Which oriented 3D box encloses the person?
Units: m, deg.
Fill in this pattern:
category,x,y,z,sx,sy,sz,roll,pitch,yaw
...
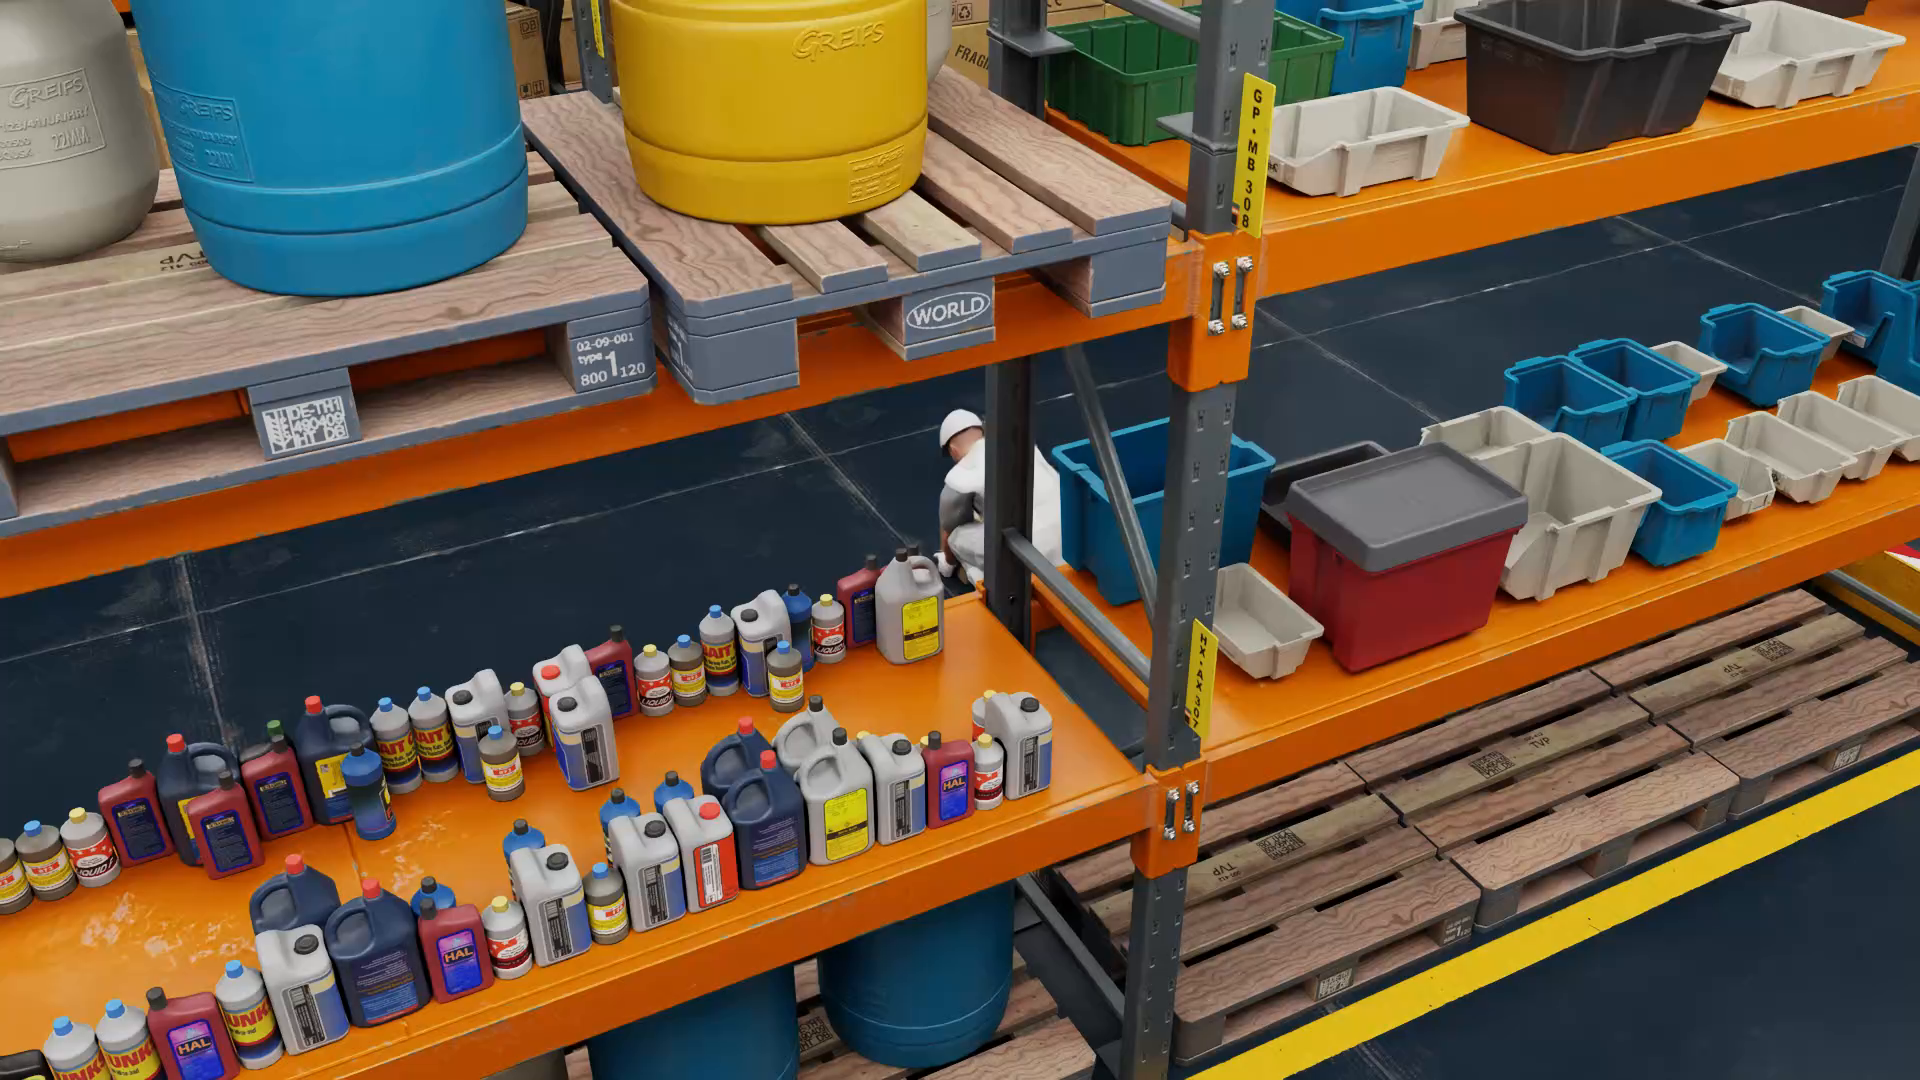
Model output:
category,x,y,z,sx,sy,sz,roll,pitch,yaw
person,0.215,-0.033,7.177,0.546,0.869,0.920,-16,36,-23
